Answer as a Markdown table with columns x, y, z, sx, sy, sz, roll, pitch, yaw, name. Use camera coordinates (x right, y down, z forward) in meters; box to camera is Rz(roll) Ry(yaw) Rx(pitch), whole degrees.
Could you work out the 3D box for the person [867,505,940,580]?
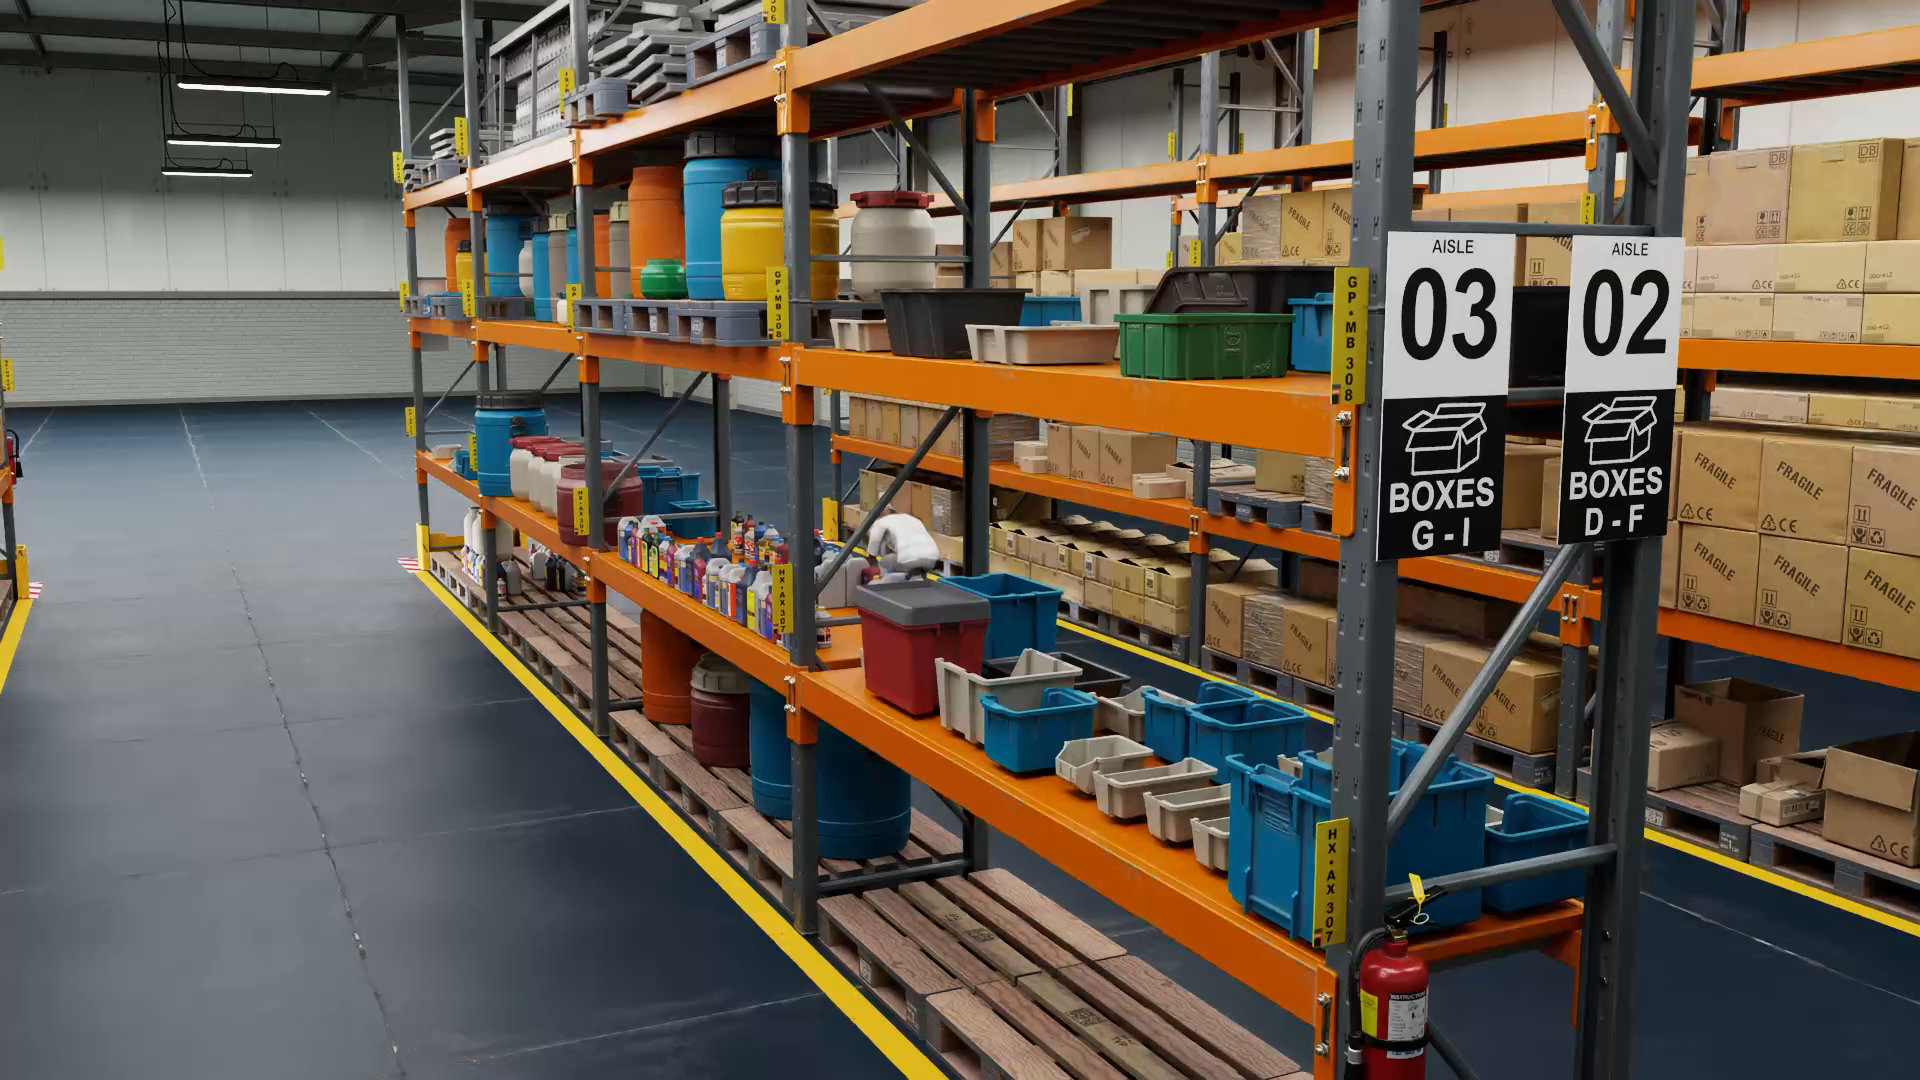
| x | y | z | sx | sy | sz | roll | pitch | yaw | name |
| --- | --- | --- | --- | --- | --- | --- | --- | --- | --- |
| -0.584 | 0.161 | 16.388 | 0.580 | 0.975 | 0.895 | -4 | 9 | -26 | person |
